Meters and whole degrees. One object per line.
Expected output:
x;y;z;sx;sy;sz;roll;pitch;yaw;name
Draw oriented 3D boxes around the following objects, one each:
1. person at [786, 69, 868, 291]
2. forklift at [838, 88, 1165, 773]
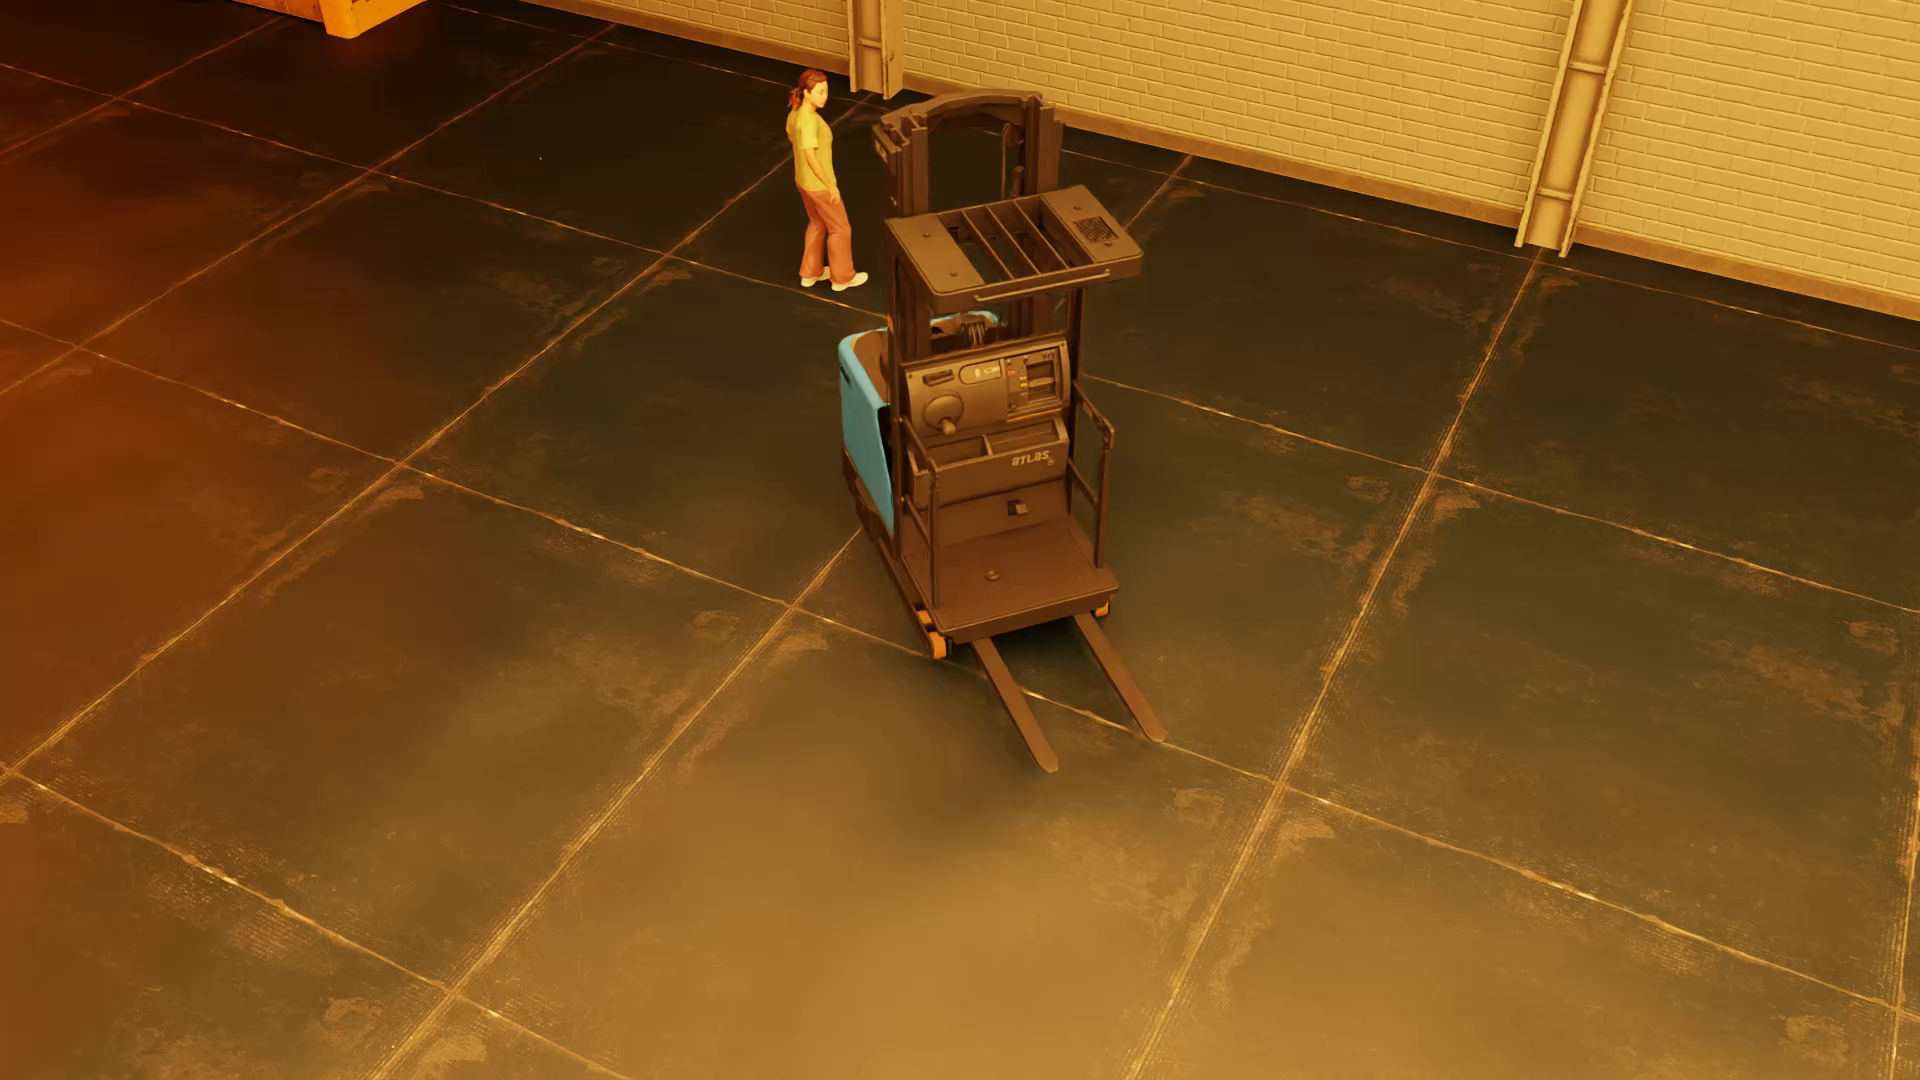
-0.978;-2.609;12.075;0.494;1.658;0.660;-19;44;-21;person
0.235;-0.749;8.875;1.130;2.935;3.031;-13;42;-15;forklift
